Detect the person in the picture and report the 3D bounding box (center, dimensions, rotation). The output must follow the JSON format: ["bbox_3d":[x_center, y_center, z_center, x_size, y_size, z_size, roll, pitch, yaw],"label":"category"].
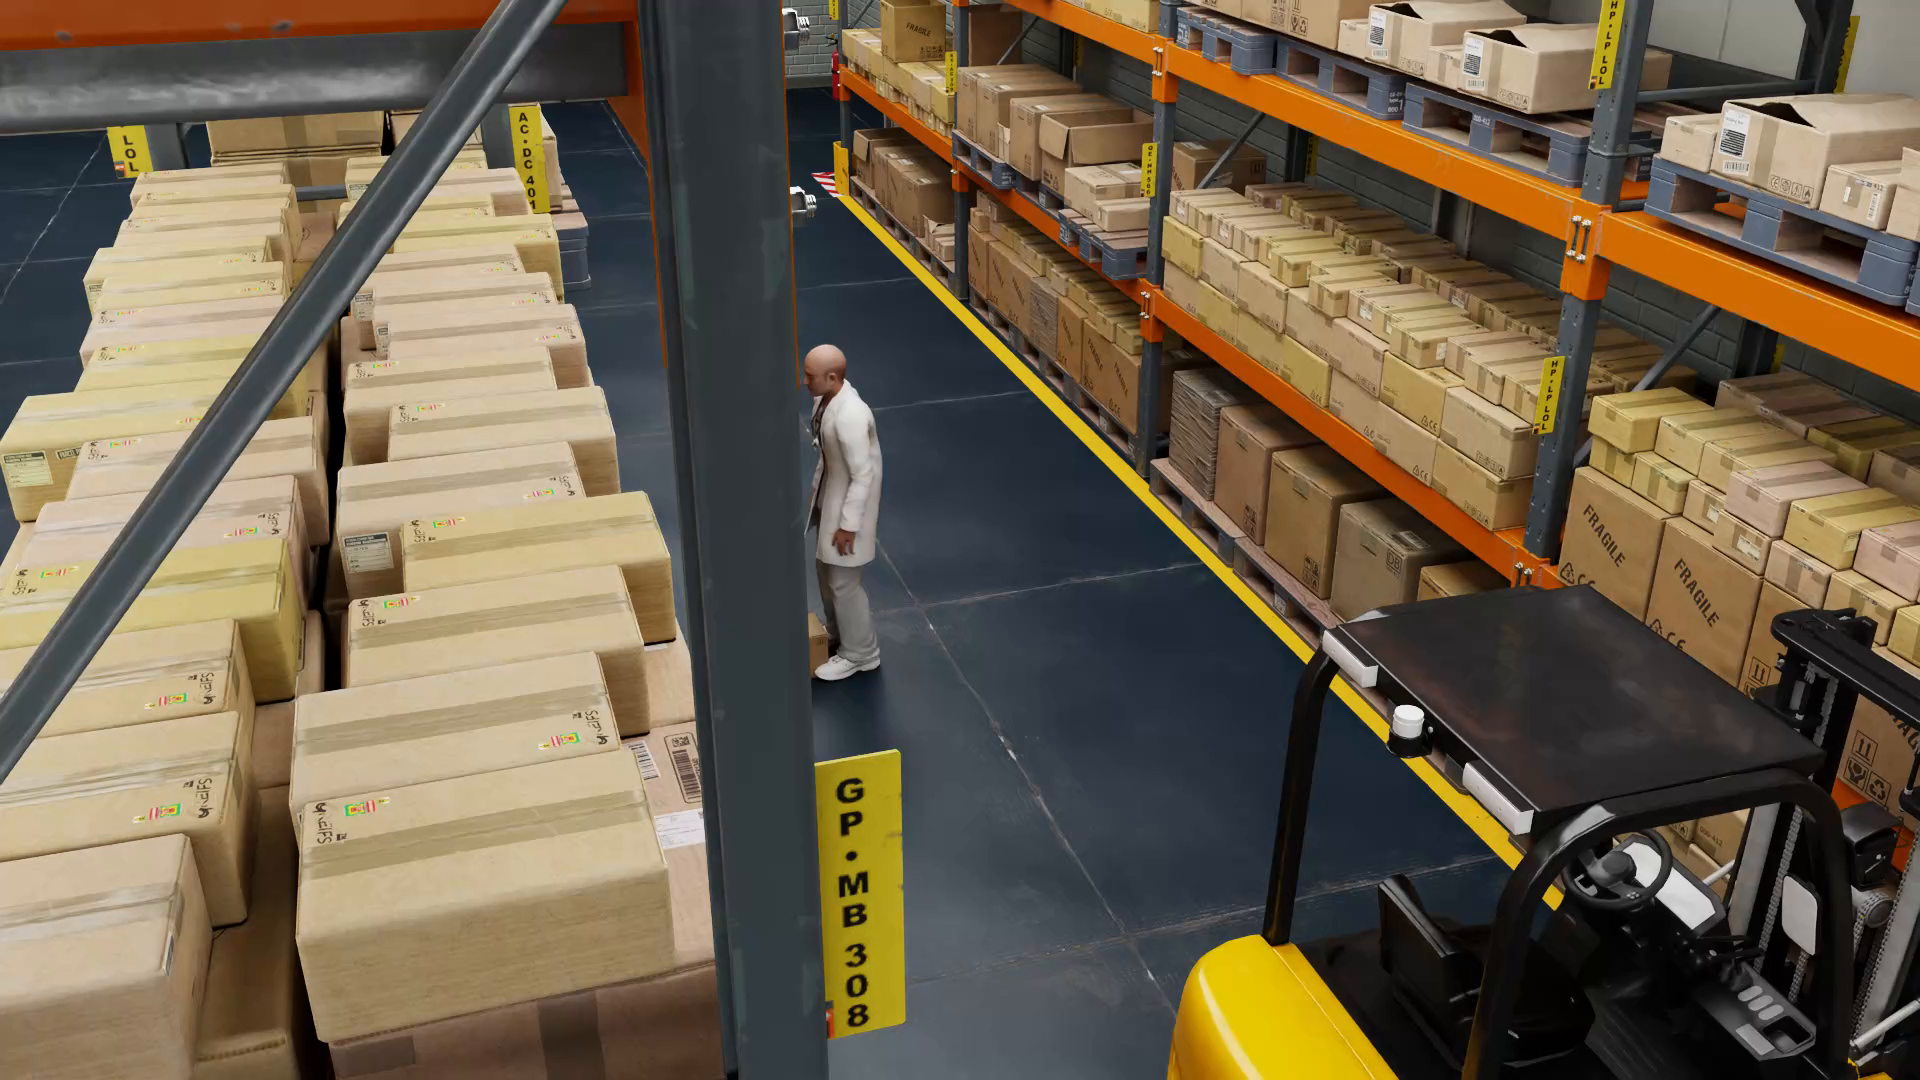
[{"bbox_3d":[-0.609,-0.158,8.453,0.417,1.774,0.643,-8,27,-16],"label":"person"}]
